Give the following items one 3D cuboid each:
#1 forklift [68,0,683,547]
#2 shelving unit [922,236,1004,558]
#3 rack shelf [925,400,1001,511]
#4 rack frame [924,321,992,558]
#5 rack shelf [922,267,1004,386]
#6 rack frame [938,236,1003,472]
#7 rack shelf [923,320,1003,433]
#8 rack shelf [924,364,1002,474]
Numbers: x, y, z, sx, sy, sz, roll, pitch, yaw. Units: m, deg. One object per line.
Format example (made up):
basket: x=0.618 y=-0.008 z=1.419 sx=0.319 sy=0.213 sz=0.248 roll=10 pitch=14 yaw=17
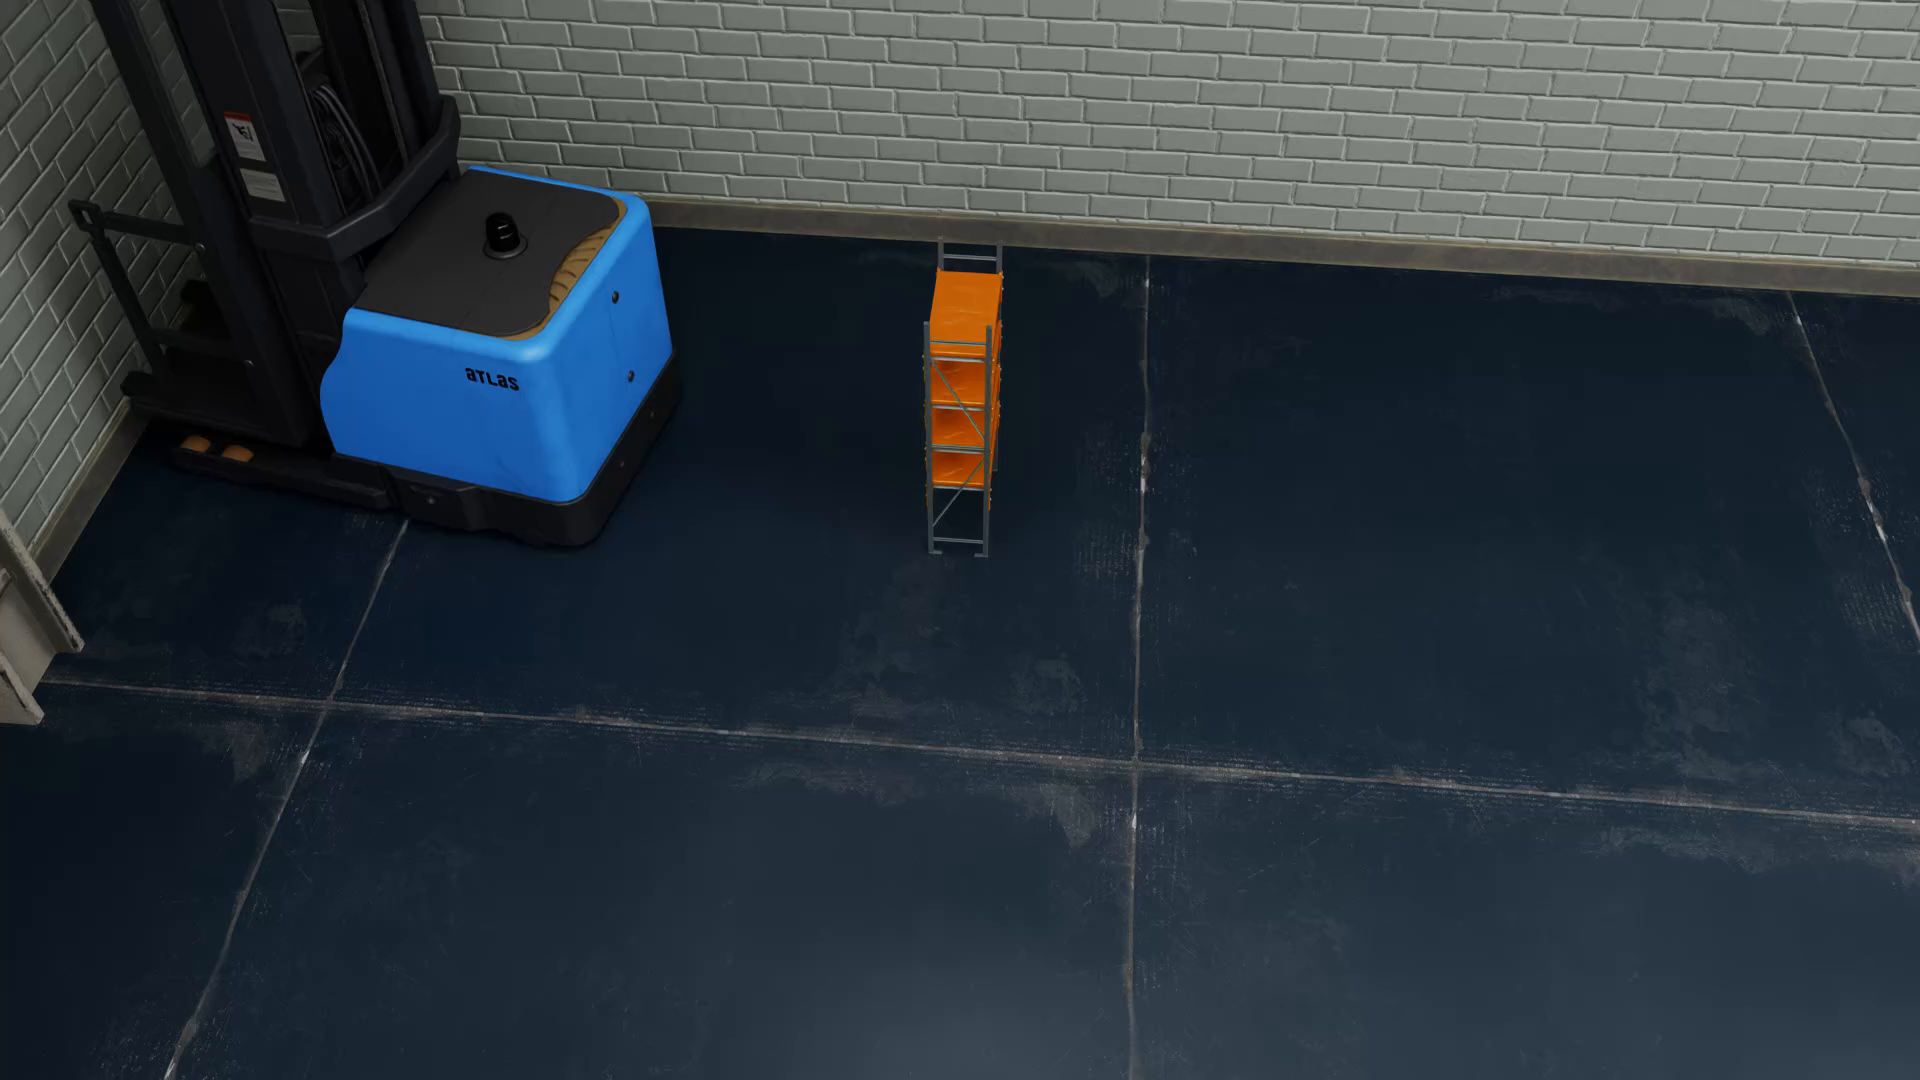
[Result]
forklift: x=-2.782 y=-1.586 z=6.214 sx=3.031 sy=2.935 sz=1.130 roll=12 pitch=49 yaw=11
shelving unit: x=0.015 y=-0.527 z=6.419 sx=0.258 sy=1.200 sz=0.503 roll=4 pitch=48 yaw=4
rack shelf: x=0.015 y=-0.347 z=6.615 sx=0.258 sy=0.148 sz=0.480 roll=4 pitch=48 yaw=4
rack frame: x=-0.007 y=-0.347 z=6.255 sx=0.240 sy=1.200 sz=0.015 roll=4 pitch=48 yaw=4
rack shelf: x=0.015 y=-0.792 z=6.129 sx=0.258 sy=0.148 sz=0.480 roll=4 pitch=48 yaw=4
rack frame: x=0.037 y=-0.706 z=6.583 sx=0.240 sy=1.200 sz=0.015 roll=4 pitch=48 yaw=4
rack shelf: x=0.015 y=-0.632 z=6.303 sx=0.258 sy=0.148 sz=0.480 roll=4 pitch=48 yaw=4
rack shelf: x=0.015 y=-0.481 z=6.468 sx=0.258 sy=0.148 sz=0.480 roll=4 pitch=48 yaw=4
